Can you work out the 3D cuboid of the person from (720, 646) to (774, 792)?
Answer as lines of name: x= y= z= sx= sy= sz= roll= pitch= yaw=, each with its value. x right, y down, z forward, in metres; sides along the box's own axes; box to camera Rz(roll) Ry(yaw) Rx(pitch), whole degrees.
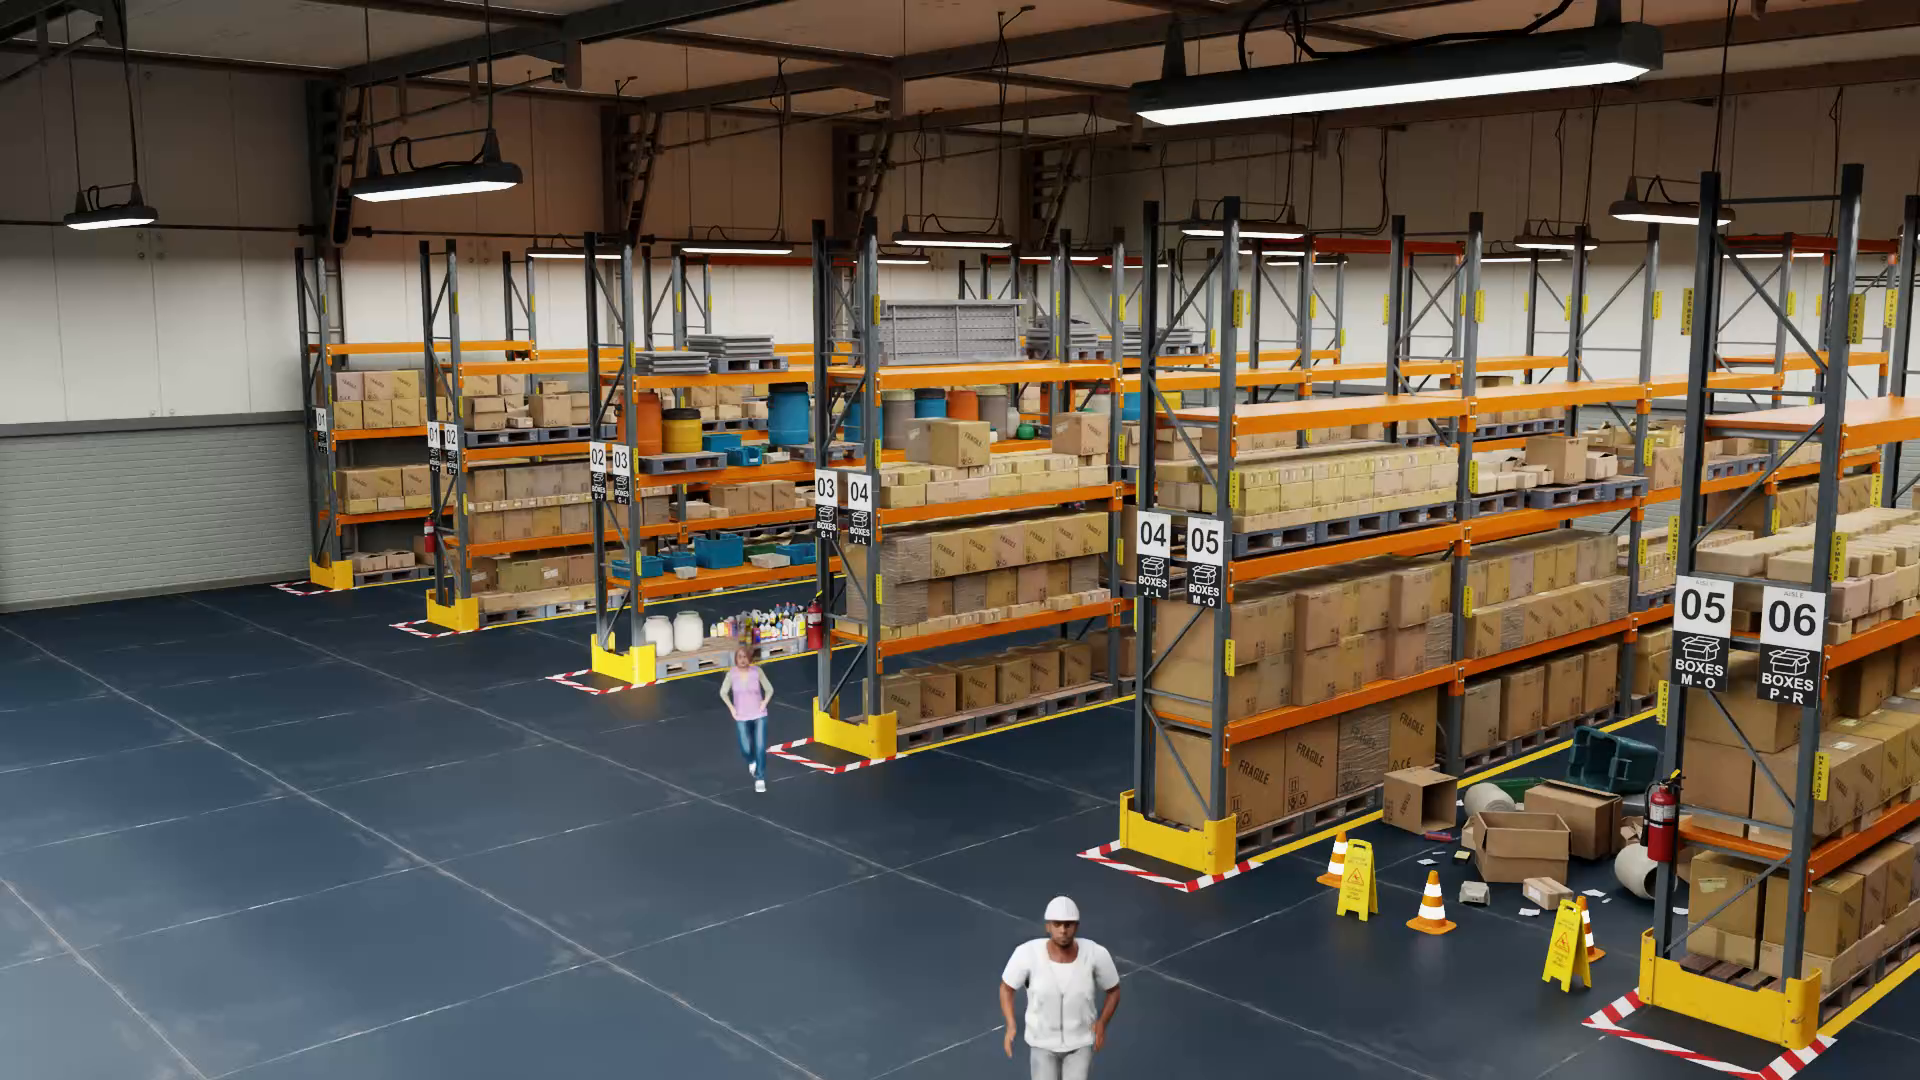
person: x=-2.230 y=1.870 z=17.444 sx=0.559 sy=1.552 sz=0.583 roll=-1 pitch=8 yaw=-9

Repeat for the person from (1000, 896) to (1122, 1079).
person: x=0.593 y=2.916 z=9.763 sx=0.716 sy=1.733 sz=0.583 roll=0 pitch=8 yaw=-1
